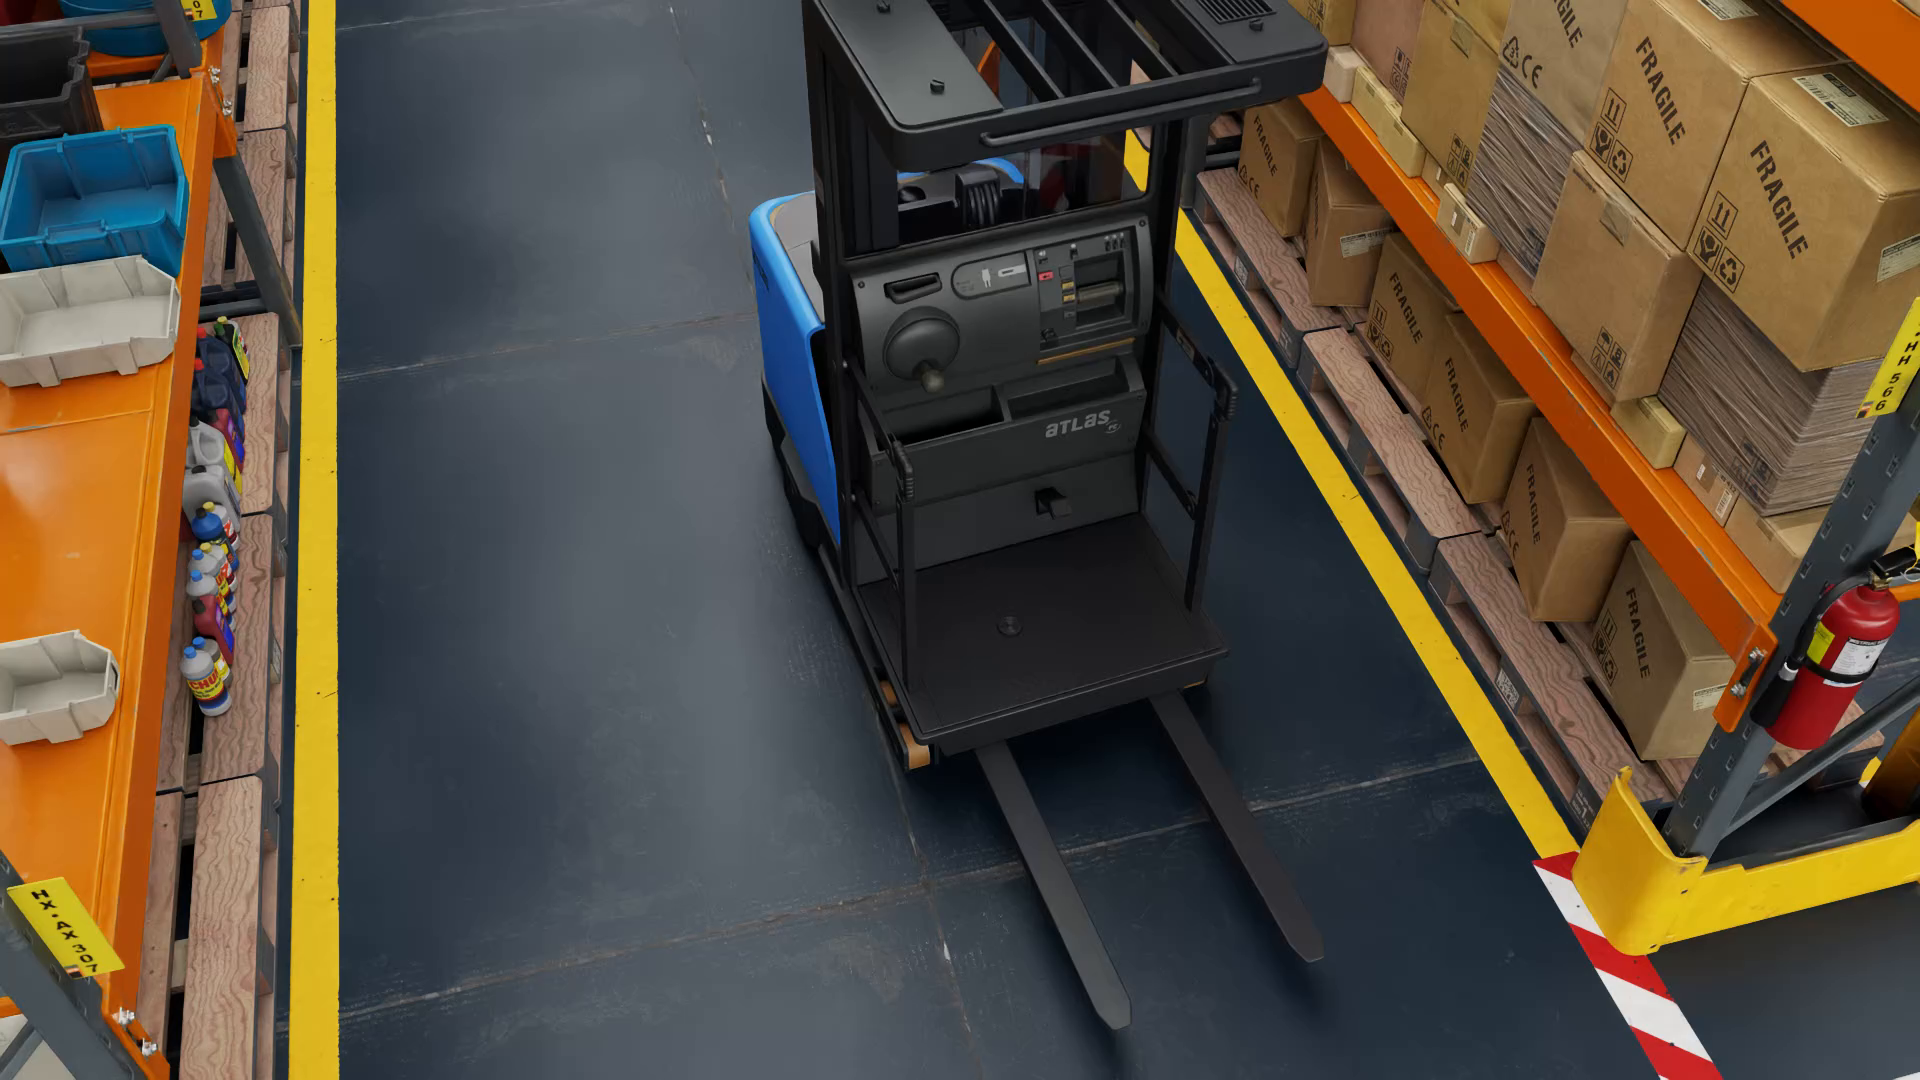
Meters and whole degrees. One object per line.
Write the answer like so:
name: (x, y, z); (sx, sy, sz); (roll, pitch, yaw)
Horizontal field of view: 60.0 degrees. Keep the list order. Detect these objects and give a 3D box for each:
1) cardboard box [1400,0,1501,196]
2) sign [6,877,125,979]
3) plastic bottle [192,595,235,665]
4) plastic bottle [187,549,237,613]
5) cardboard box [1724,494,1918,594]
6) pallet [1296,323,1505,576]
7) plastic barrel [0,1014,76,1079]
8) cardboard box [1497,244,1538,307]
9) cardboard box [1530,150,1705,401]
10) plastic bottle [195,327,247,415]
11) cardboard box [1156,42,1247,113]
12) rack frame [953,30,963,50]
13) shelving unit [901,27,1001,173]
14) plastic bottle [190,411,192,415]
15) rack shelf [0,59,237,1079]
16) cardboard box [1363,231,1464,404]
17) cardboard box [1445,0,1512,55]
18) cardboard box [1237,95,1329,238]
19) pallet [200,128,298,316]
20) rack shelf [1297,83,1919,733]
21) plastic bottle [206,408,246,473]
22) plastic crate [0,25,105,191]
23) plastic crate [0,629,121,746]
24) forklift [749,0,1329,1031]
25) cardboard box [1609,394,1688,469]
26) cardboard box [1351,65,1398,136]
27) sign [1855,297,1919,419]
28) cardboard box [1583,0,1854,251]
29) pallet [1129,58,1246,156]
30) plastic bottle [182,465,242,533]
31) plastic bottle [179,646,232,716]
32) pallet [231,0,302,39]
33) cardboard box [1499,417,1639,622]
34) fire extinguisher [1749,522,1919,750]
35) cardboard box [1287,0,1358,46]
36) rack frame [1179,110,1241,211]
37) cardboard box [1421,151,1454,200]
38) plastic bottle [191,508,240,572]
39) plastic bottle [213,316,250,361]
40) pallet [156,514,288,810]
cardboard box: (1.968, -1.505, 5.346); (0.875, 0.500, 0.500); (-11, 47, -10)
sign: (-1.726, 0.754, 3.217); (0.100, 0.325, 0.005); (-11, 47, -10)
plastic bottle: (-2.462, 0.277, 5.472); (0.061, 0.283, 0.133); (-10, 46, -10)
plastic bottle: (-2.535, 0.135, 5.620); (0.097, 0.271, 0.097); (0, 46, 0)
cardboard box: (2.256, -0.028, 4.353); (0.380, 0.149, 0.250); (-11, 47, -10)
pallet: (2.027, -0.442, 6.535); (1.003, 0.211, 1.213); (-11, 47, -10)
plastic barrel: (-2.501, 1.232, 4.390); (0.421, 0.512, 0.421); (0, 46, 0)
cardboard box: (1.921, -0.888, 5.196); (0.380, 0.149, 0.250); (-11, 47, -10)
cardboard box: (2.171, -0.804, 4.660); (0.875, 0.500, 0.500); (-11, 47, -10)
plastic bottle: (-2.839, -0.648, 6.331); (0.144, 0.351, 0.185); (-12, 47, -11)
cardboard box: (1.369, -2.426, 7.969); (0.700, 0.500, 0.500); (-14, 47, -13)
rack frame: (-0.181, -1.490, 6.235); (0.400, 2.100, 0.015); (12, 46, 11)
shelving unit: (-0.113, -1.656, 6.400); (0.431, 2.100, 0.503); (12, 46, 11)
plastic bottle: (-2.927, -0.445, 6.185); (0.152, 0.276, 0.135); (-11, 47, -10)
rack shelf: (-2.771, -0.180, 4.830); (1.077, 0.370, 4.000); (-11, 47, -10)
cardboard box: (1.958, -0.899, 6.487); (0.500, 0.500, 0.500); (-15, 47, -14)
cardboard box: (1.770, -1.817, 4.952); (0.500, 0.500, 0.500); (-11, 47, -10)
cardboard box: (1.569, -1.707, 7.279); (0.500, 0.500, 0.500); (-12, 47, -12)
pallet: (-3.521, -1.372, 7.447); (1.003, 0.211, 1.213); (-11, 47, -10)
rack shelf: (2.017, -1.086, 5.718); (1.077, 0.370, 4.000); (-11, 47, -10)
plastic bottle: (-2.708, -0.387, 6.123); (0.061, 0.283, 0.133); (-8, 46, -8)
plastic crate: (-3.272, -1.407, 5.572); (0.767, 0.338, 0.504); (-11, 47, -10)
plastic crate: (-2.177, 0.364, 3.978); (0.298, 0.136, 0.250); (-11, 47, -10)
forklift: (0.215, -0.608, 4.794); (1.130, 2.935, 3.031); (-15, 47, -14)
cardboard box: (2.079, -0.364, 4.682); (0.380, 0.149, 0.250); (-11, 47, -10)
cardboard box: (1.613, -1.569, 5.863); (0.380, 0.149, 0.250); (-11, 47, -10)
sign: (1.987, -0.385, 3.495); (0.100, 0.325, 0.005); (-11, 47, -10)
cardboard box: (2.016, -1.125, 4.274); (0.500, 0.500, 0.500); (-11, 47, -10)
pallet: (1.304, -2.280, 8.337); (1.003, 0.211, 1.213); (-11, 47, -10)
plastic bottle: (-2.670, -0.153, 5.899); (0.152, 0.276, 0.135); (-10, 46, -10)
plastic bottle: (-2.422, 0.441, 5.320); (0.097, 0.271, 0.097); (0, 46, 0)
pallet: (-4.146, -3.057, 9.098); (1.003, 0.211, 1.213); (-11, 47, -10)
cardboard box: (2.199, -0.070, 5.674); (0.500, 0.500, 0.500); (0, 46, 0)
fire extinguisher: (2.113, 0.233, 3.975); (0.296, 0.674, 0.183); (-11, 47, -10)
cardboard box: (1.654, -2.184, 6.012); (0.875, 0.500, 0.500); (-11, 47, -10)
rack frame: (1.505, -2.719, 6.814); (1.000, 3.000, 0.127); (-11, 47, -10)
cardboard box: (1.774, -1.230, 5.531); (0.380, 0.149, 0.250); (-11, 47, -10)
plastic bottle: (-2.587, -0.005, 5.757); (0.097, 0.271, 0.097); (0, 46, 0)
plastic bottle: (-2.889, -0.794, 6.579); (0.097, 0.201, 0.097); (0, 46, 0)
pallet: (-2.835, 0.478, 5.634); (1.003, 0.211, 1.213); (-11, 47, -10)
